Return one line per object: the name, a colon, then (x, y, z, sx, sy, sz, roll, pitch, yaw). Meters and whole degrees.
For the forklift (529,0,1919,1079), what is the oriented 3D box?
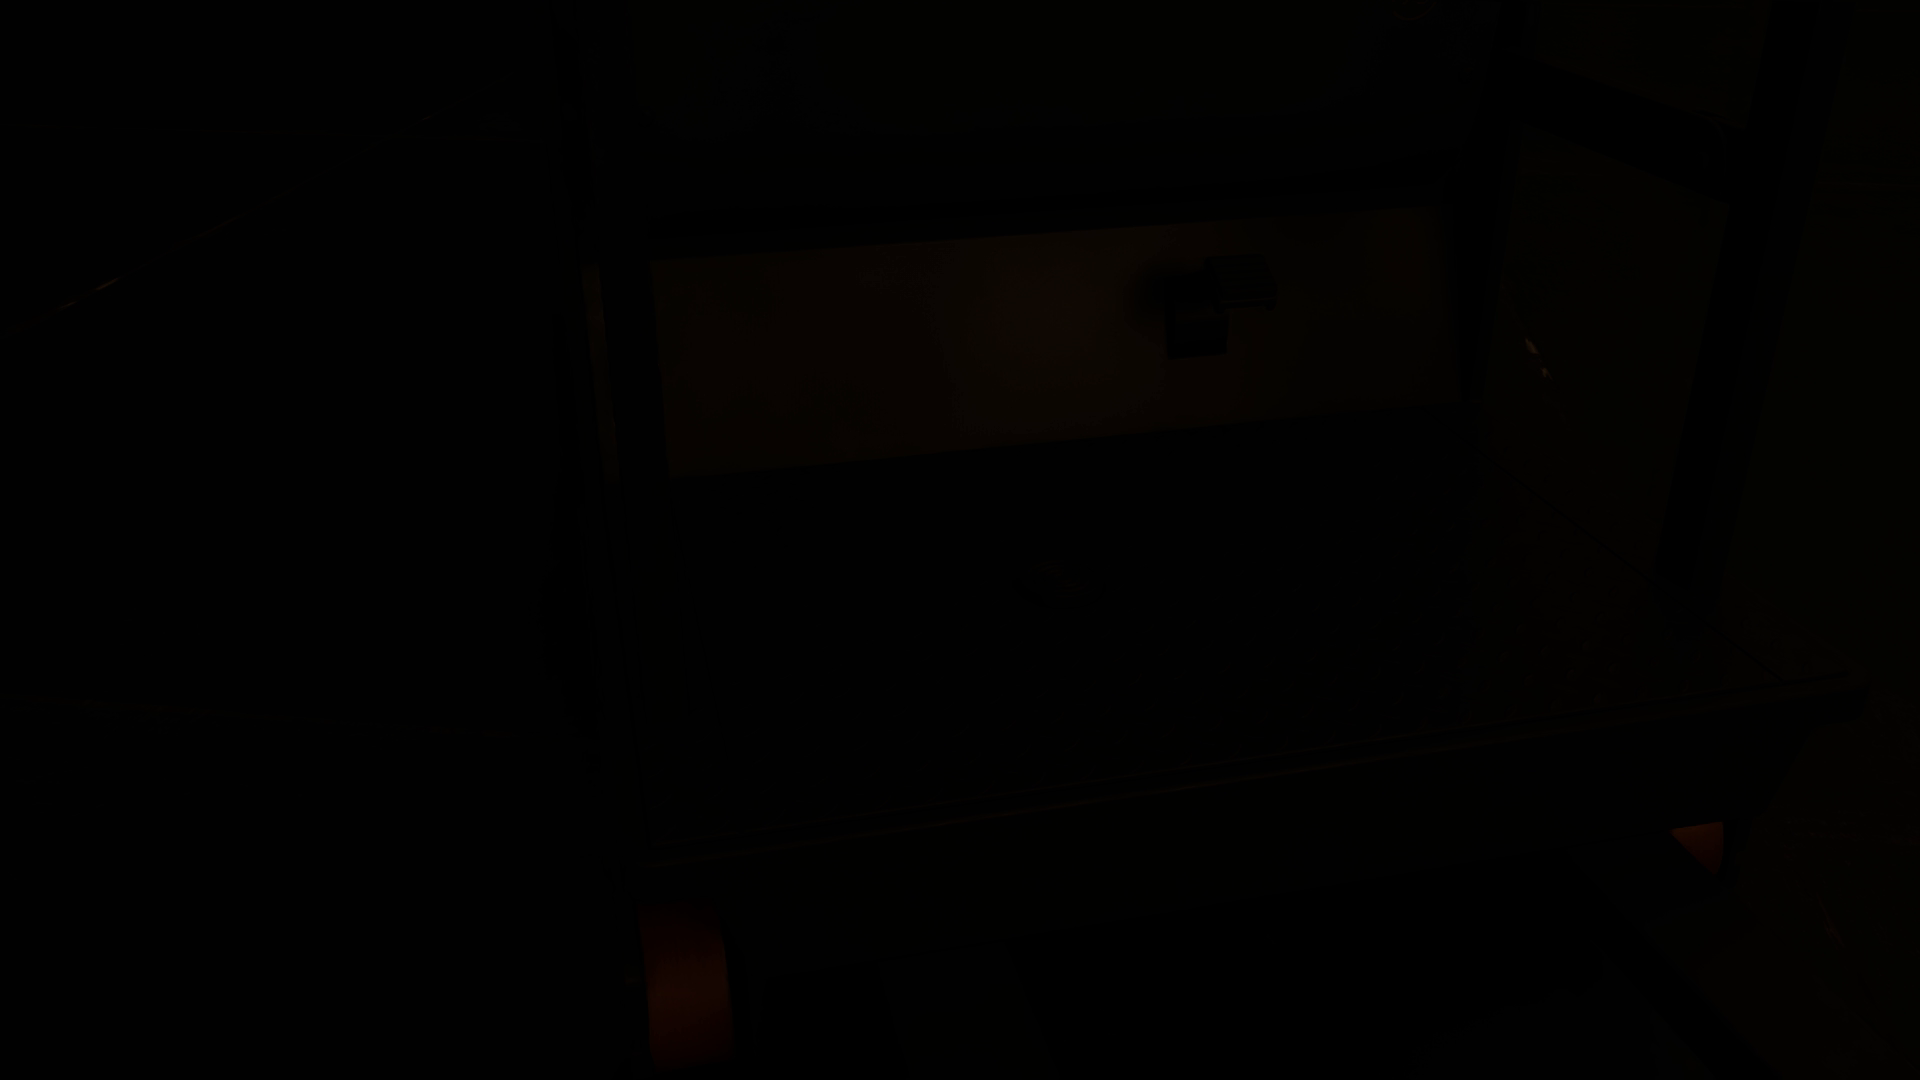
forklift: (0.165, -1.015, 1.252, 1.130, 2.935, 3.031, -6, 27, -12)
